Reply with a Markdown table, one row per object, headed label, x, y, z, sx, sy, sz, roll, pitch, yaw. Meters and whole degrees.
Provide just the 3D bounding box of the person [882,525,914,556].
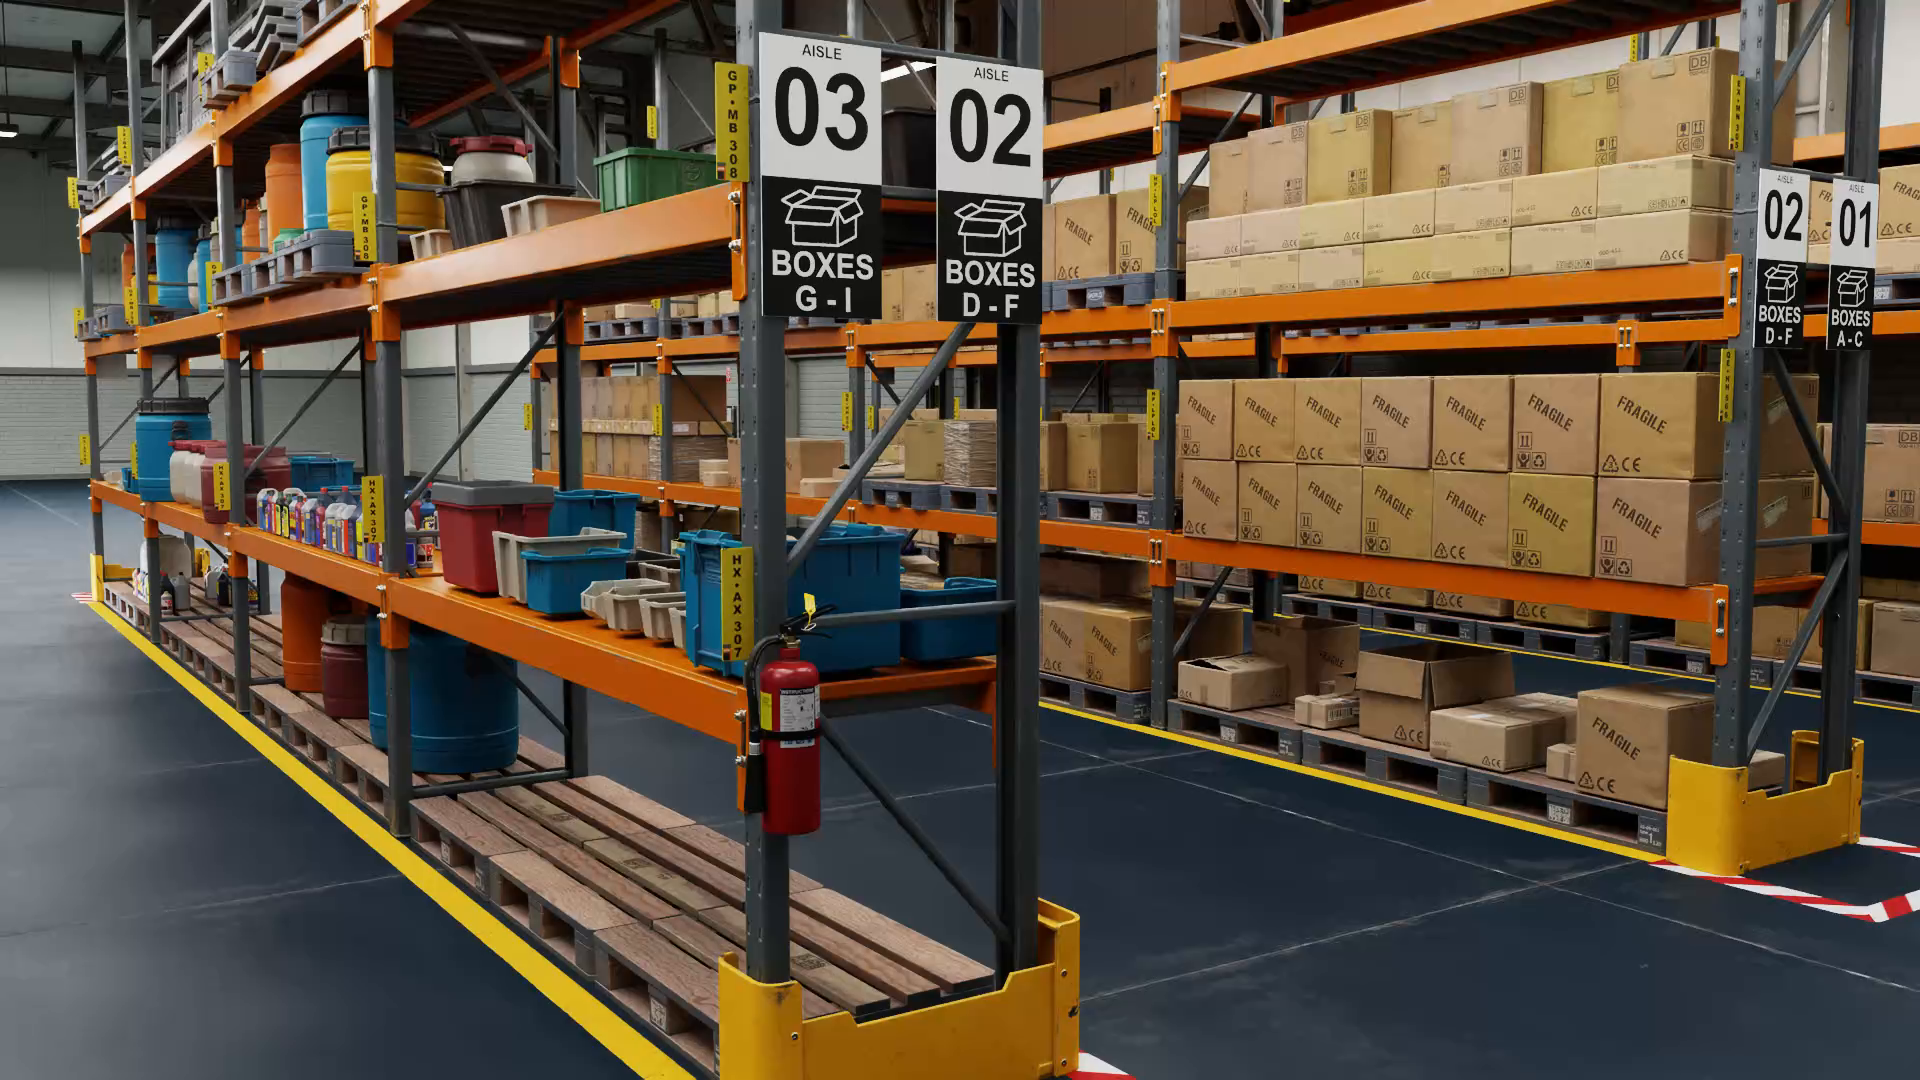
| label | x | y | z | sx | sy | sz | roll | pitch | yaw |
| --- | --- | --- | --- | --- | --- | --- | --- | --- | --- |
| person | -0.868 | 0.250 | 17.961 | 0.508 | 0.855 | 0.898 | -4 | 6 | -36 |
